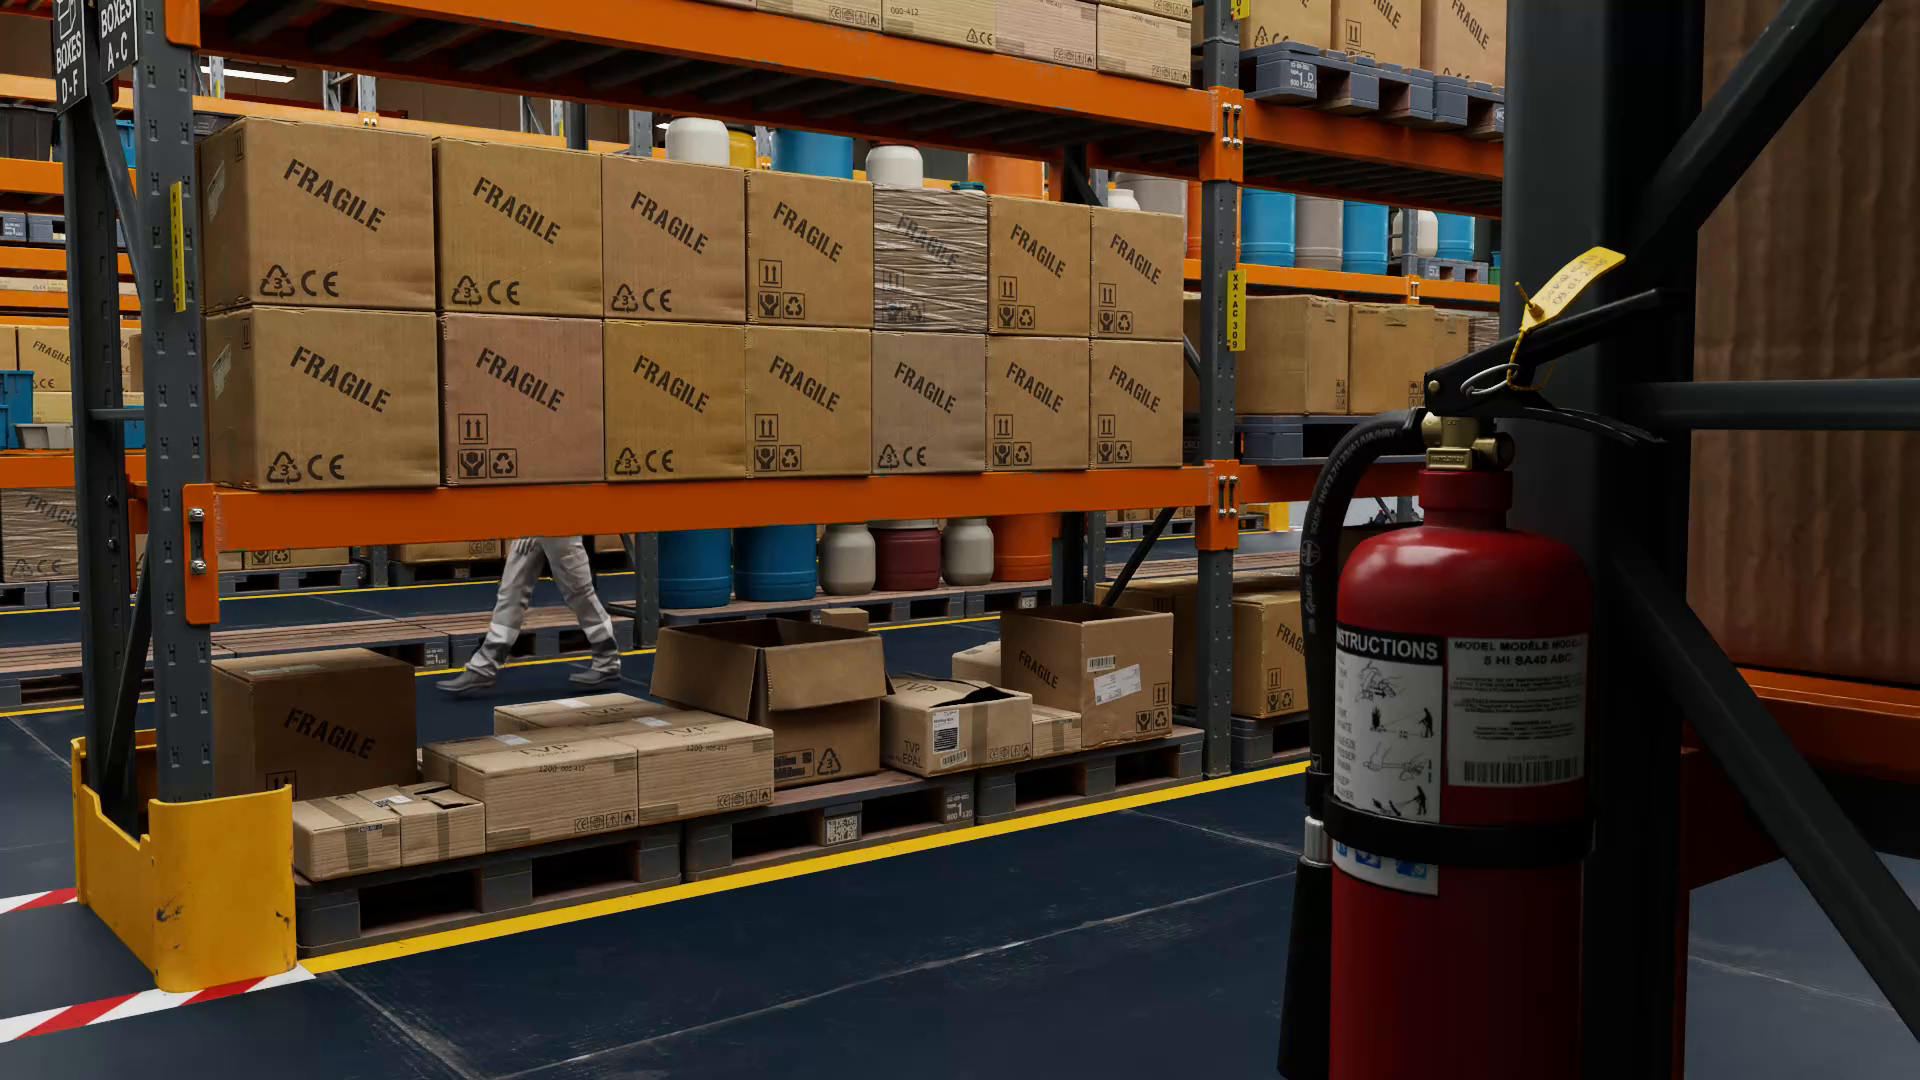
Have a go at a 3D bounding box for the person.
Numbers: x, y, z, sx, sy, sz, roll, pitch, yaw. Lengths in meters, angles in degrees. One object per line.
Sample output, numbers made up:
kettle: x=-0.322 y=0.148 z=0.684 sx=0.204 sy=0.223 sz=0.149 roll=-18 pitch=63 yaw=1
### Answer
person: x=-2.285 y=-0.065 z=8.887 sx=0.968 sy=1.738 sz=0.569 roll=-3 pitch=5 yaw=-37
